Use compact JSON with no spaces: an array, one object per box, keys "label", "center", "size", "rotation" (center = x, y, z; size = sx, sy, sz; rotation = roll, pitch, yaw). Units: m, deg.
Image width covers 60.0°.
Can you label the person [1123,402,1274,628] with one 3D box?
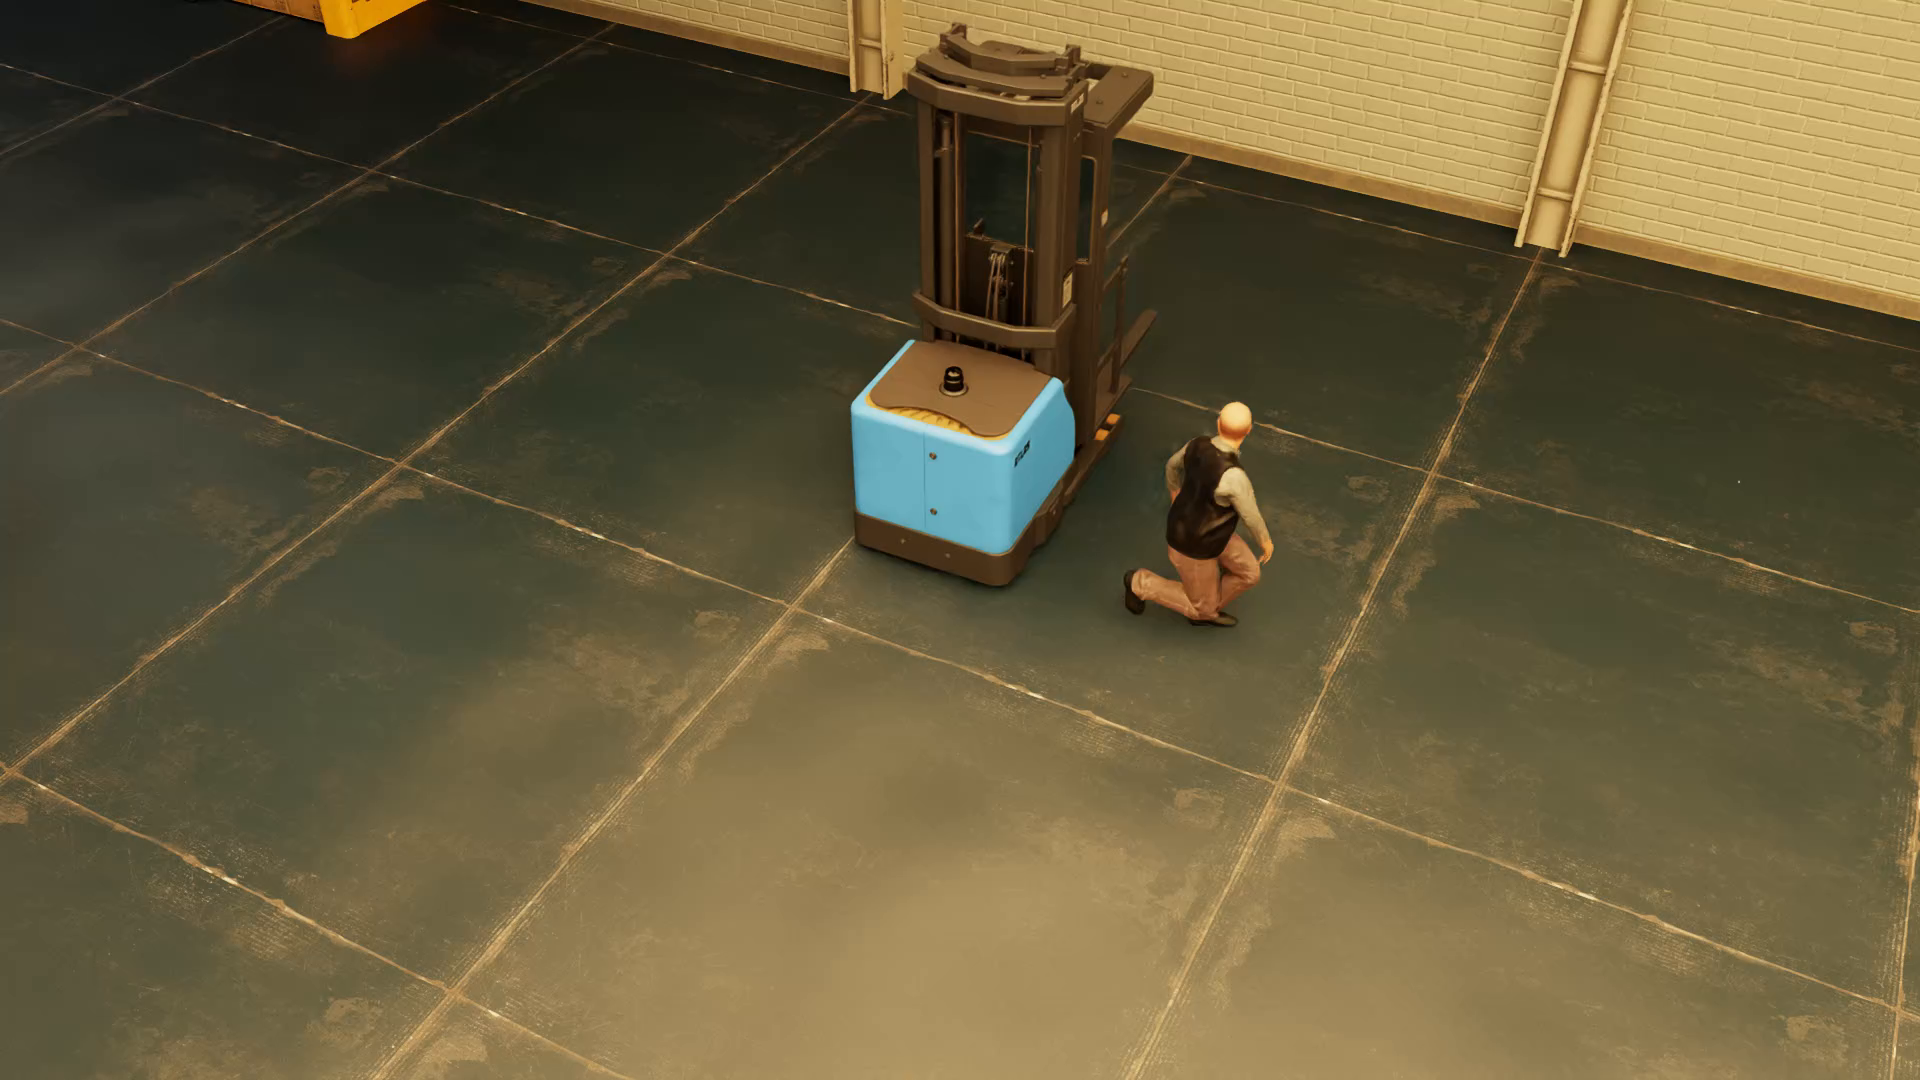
[{"label":"person","center":[1.343,-0.114,9.266],"size":[0.806,1.503,0.627],"rotation":[5,40,6]}]

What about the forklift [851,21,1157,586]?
[{"label":"forklift","center":[0.447,-1.796,10.119],"size":[1.130,2.935,3.031],"rotation":[17,43,19]}]
